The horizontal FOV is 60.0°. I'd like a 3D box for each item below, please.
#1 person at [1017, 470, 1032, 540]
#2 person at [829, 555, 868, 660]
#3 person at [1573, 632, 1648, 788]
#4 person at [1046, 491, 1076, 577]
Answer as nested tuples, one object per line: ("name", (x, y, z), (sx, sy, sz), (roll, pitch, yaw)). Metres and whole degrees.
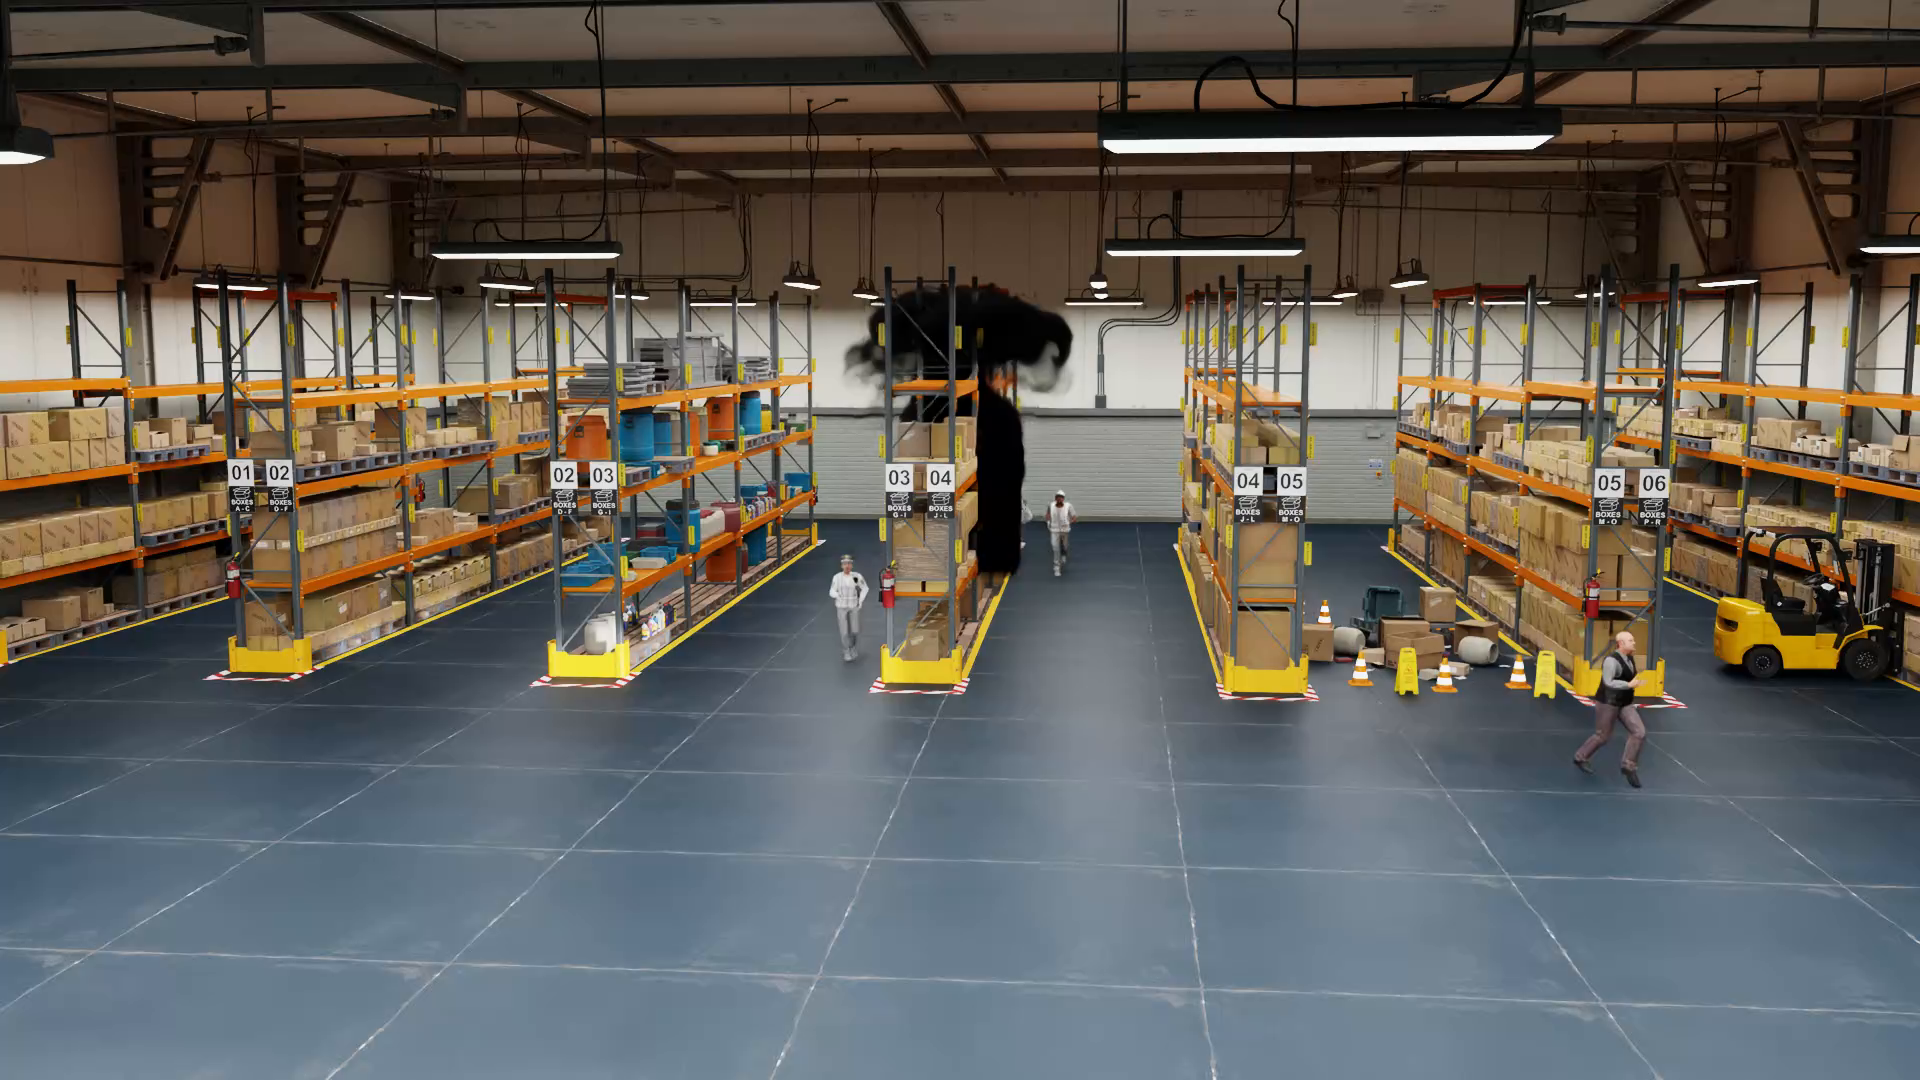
("person", (1.520, -0.866, 41.228), (0.512, 1.746, 0.685), (2, 7, 20))
("person", (-1.718, 1.055, 25.691), (0.600, 1.652, 0.566), (0, 7, -2))
("person", (7.359, 1.887, 18.779), (0.678, 1.764, 0.853), (-6, 9, -41))
("person", (2.155, -0.164, 35.424), (0.649, 1.791, 1.156), (0, 7, 3))
